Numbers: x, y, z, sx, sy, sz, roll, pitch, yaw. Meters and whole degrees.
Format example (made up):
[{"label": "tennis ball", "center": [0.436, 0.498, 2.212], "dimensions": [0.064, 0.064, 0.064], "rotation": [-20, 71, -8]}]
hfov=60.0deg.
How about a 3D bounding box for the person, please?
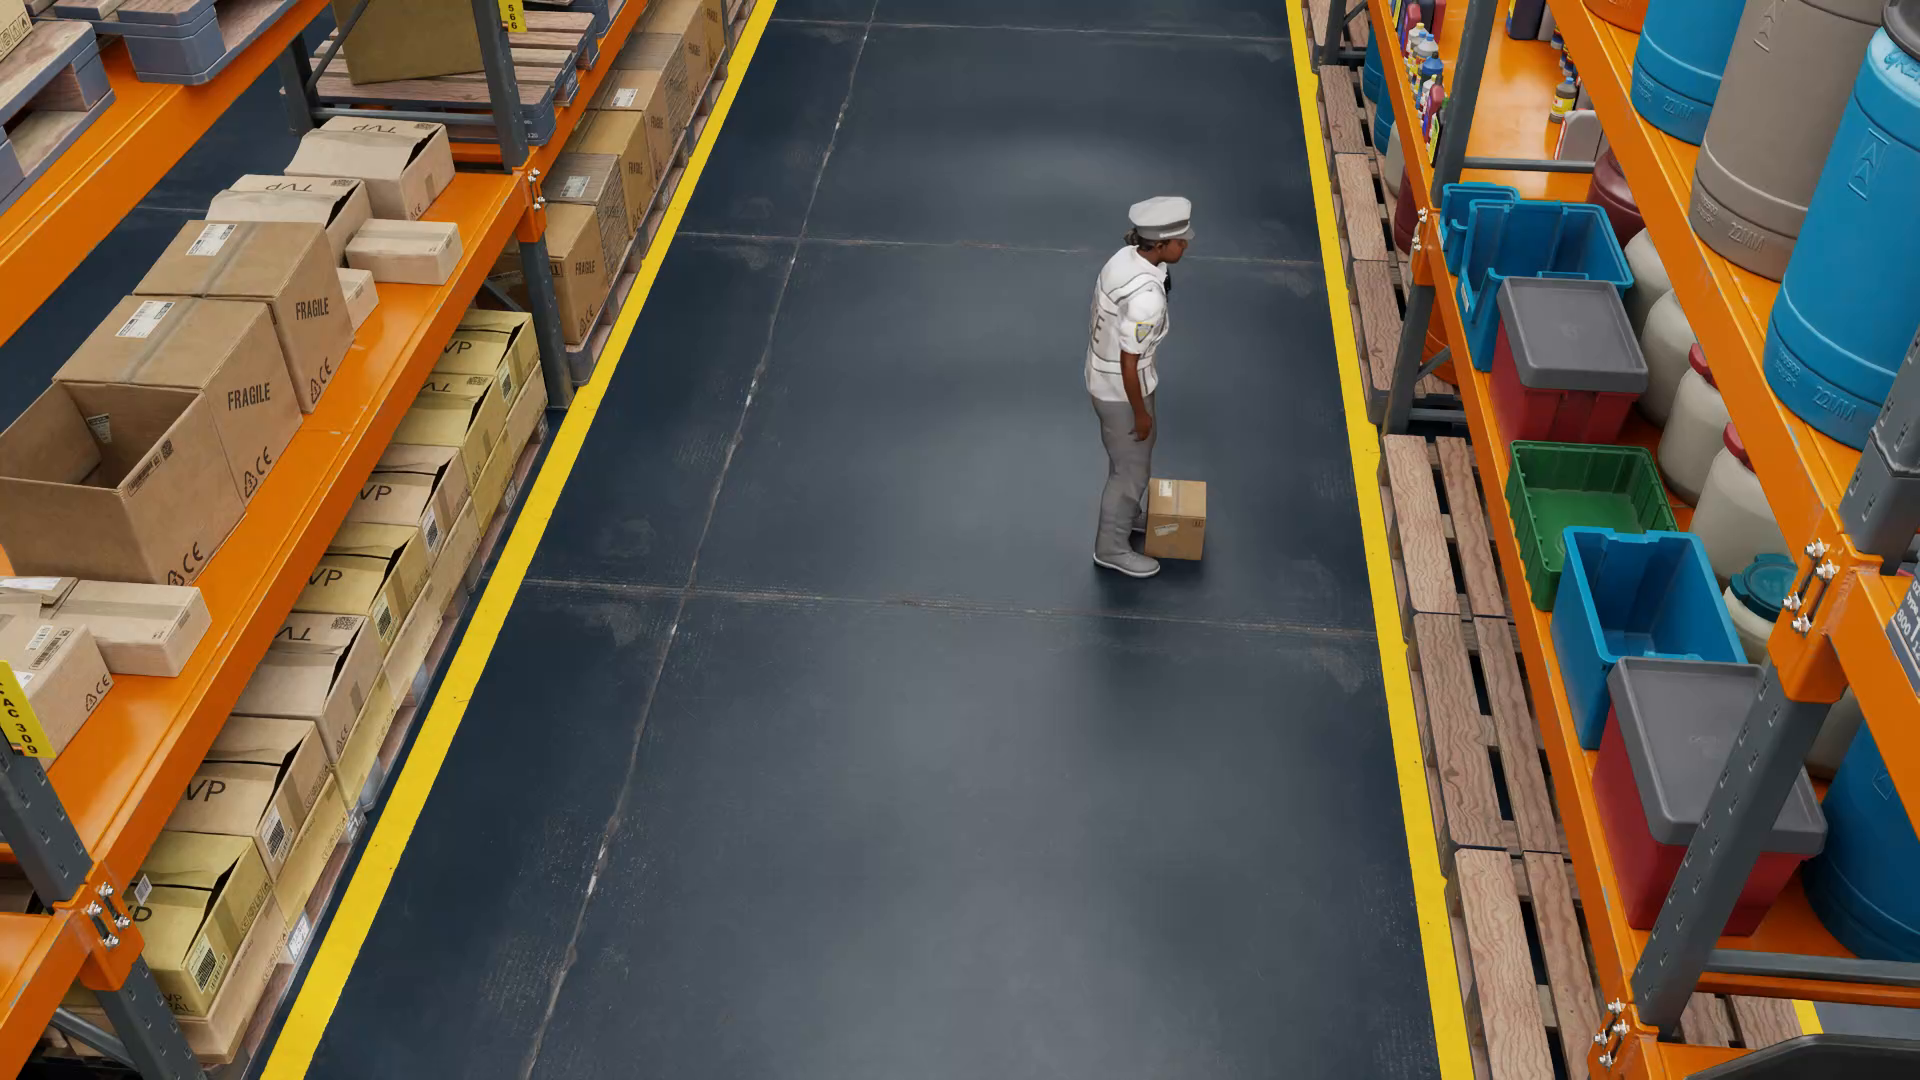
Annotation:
[{"label": "person", "center": [0.731, -0.637, 6.907], "dimensions": [0.426, 1.661, 0.531], "rotation": [1, 40, 1]}]
